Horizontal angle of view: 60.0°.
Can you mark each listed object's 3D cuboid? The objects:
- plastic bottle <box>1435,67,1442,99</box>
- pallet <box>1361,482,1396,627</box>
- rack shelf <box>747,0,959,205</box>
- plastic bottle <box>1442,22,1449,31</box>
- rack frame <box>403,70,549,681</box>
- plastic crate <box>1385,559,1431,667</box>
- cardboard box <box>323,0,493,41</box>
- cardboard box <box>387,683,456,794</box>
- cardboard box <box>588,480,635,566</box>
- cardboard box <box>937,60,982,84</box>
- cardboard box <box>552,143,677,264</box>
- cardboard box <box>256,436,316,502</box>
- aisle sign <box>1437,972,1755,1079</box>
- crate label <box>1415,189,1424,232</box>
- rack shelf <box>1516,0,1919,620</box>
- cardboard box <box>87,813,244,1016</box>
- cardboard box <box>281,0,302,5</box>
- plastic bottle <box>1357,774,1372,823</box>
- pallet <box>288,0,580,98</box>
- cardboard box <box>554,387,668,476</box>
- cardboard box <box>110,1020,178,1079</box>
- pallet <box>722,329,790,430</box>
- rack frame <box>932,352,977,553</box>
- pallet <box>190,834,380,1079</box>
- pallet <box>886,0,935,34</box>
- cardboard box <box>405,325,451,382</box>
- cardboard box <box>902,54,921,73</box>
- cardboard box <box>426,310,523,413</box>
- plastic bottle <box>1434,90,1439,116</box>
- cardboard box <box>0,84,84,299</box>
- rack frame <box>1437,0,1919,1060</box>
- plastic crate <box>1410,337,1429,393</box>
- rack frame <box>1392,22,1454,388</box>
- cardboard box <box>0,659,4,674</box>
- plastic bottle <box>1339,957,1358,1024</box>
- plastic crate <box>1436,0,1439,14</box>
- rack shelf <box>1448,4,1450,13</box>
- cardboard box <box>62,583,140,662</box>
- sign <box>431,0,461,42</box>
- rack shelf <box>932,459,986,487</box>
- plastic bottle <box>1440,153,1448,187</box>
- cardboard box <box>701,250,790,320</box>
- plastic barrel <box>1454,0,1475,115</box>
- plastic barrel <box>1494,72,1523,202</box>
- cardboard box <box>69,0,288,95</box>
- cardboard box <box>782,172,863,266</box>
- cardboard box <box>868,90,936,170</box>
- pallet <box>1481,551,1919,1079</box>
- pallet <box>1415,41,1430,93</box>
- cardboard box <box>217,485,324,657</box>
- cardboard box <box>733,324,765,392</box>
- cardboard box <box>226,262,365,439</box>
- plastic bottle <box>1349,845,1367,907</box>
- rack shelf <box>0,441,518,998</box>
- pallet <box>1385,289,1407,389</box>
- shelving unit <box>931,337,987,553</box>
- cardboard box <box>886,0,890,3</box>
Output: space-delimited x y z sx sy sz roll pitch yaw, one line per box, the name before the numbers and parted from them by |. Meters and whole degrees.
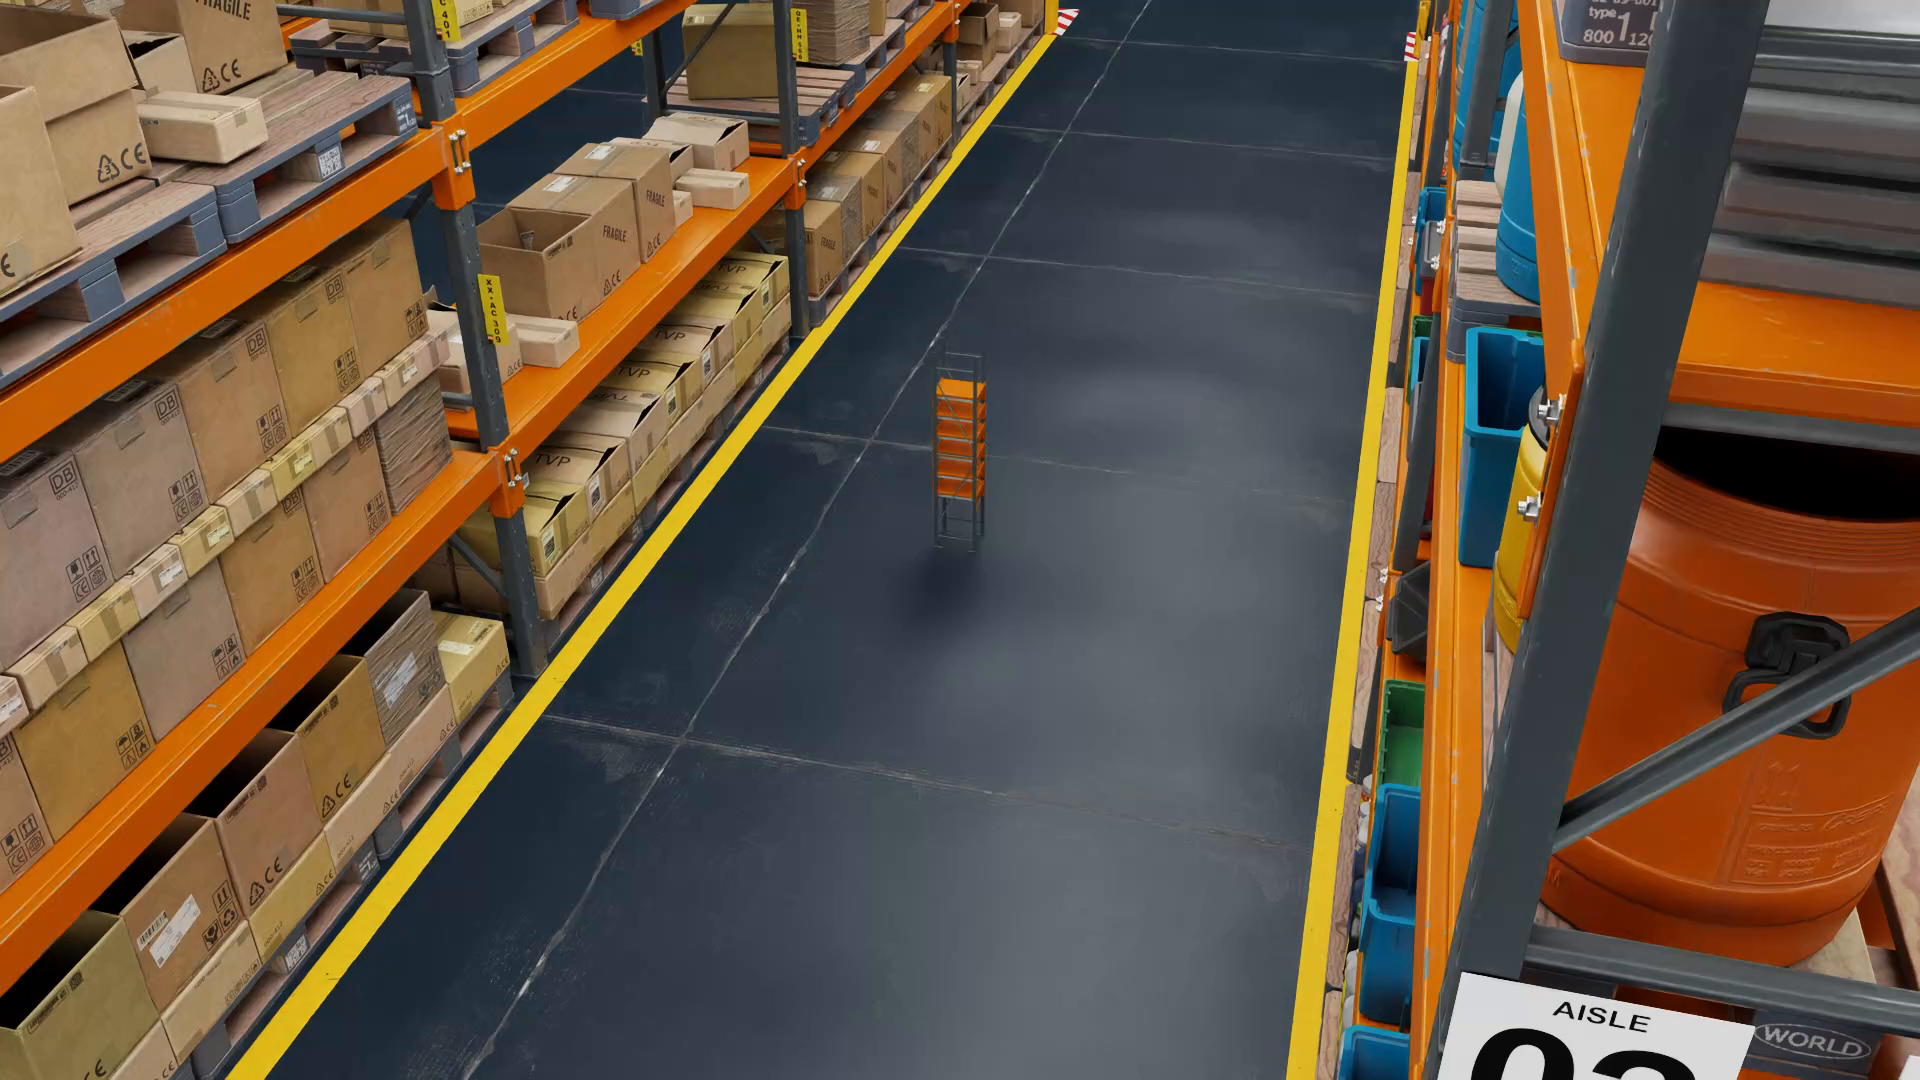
plastic bottle | 3.427 -3.246 11.750 0.097 0.271 0.097 0 32 0
pallet | 2.702 0.134 8.912 1.003 0.211 1.213 8 33 12
rack shelf | -1.035 -3.481 12.670 1.077 0.370 4.000 8 33 12
plastic bottle | 3.687 -3.777 12.586 0.097 0.271 0.097 0 32 0
rack frame | -2.558 -0.671 7.579 1.000 3.000 0.127 8 33 12
plastic crate | 1.976 0.286 6.132 0.767 0.338 0.504 8 33 12
cardboard box | -2.392 -2.369 7.203 0.500 0.250 0.500 11 34 17
cardboard box | -2.601 0.841 7.373 0.500 0.250 0.500 8 33 12
cardboard box | -2.085 -0.128 8.897 0.500 0.250 0.500 9 33 14
cardboard box | -0.002 -4.451 15.756 0.380 0.166 0.250 8 33 12
cardboard box | -1.953 -1.916 9.444 0.500 0.500 0.500 6 33 10
cardboard box | -2.680 -0.289 6.280 0.380 0.149 0.250 8 33 12
aisle sign | 0.912 0.981 2.558 0.394 0.787 0.004 8 33 12
crate label | 2.778 -1.832 9.562 0.303 0.233 0.416 8 33 12
rack shelf | 1.725 -1.016 3.574 1.077 0.370 4.000 8 33 12
cardboard box | -2.982 1.303 5.947 0.500 0.500 0.500 8 33 12
cardboard box | -5.571 -4.612 13.389 0.500 0.500 0.500 9 34 14
plastic bottle | 1.727 1.077 6.963 0.097 0.271 0.097 0 32 0
pallet | -2.347 -2.315 7.549 0.805 0.209 1.217 7 33 10
cardboard box | -1.950 -0.633 9.168 0.500 0.311 0.500 7 33 11
cardboard box | -3.099 1.880 5.738 0.500 0.250 0.500 8 33 12
pallet | -1.790 -1.148 10.929 1.003 0.211 1.213 8 33 12
rack frame | -0.027 -0.451 8.911 0.240 1.200 0.006 8 33 12
pallet | -3.108 1.548 6.688 1.003 0.211 1.213 8 33 12
pallet | -0.836 -4.341 13.532 1.003 0.211 1.213 8 33 12
cardboard box | -2.420 -0.817 7.110 0.380 0.149 0.250 8 33 12
cardboard box | -0.658 -4.287 15.188 0.500 0.500 0.500 8 33 12
cardboard box | -2.475 -0.869 8.031 0.500 0.250 0.500 10 34 15
plastic bottle | 3.308 -2.987 11.269 0.144 0.351 0.185 8 33 12
cardboard box | -2.887 -0.964 4.629 0.500 0.500 0.500 8 33 12
rack frame | 1.217 -0.451 1.641 1.000 3.000 0.127 8 33 12
plastic crate | 2.211 -0.603 7.487 0.392 0.384 0.575 8 33 12
rack frame | 3.247 -2.070 9.780 1.000 3.000 0.127 8 33 12
cardboard box | -3.301 0.274 4.791 0.700 0.500 0.500 7 33 11
plastic bottle | 1.470 1.619 6.037 0.144 0.351 0.185 8 33 12
plastic crate | 4.051 -4.453 13.488 0.392 0.384 0.575 8 33 12
rack shelf | 3.755 -4.070 10.801 1.077 0.370 4.000 8 33 12
cardboard box | -2.940 0.246 5.439 0.380 0.149 0.250 8 33 12
sign | -2.021 -2.114 6.497 0.100 0.325 0.005 8 33 12
rack shelf | -0.004 -0.360 9.074 0.258 0.103 0.180 8 33 12
plastic bottle | 2.984 -2.312 10.346 0.097 0.201 0.097 0 32 0
cardboard box | -1.438 -1.695 10.839 0.500 0.311 0.500 9 34 14
plastic barrel | 2.317 -2.105 6.572 0.600 0.901 0.600 0 32 0
plastic barrel | 1.933 -1.288 5.258 0.421 0.512 0.421 0 32 0
cardboard box | -2.941 -1.990 6.243 0.500 0.500 0.500 11 34 16
cardboard box | -1.024 -2.347 12.136 0.500 0.500 0.500 7 33 11
cardboard box | -0.509 -3.403 13.796 0.500 0.500 0.500 8 33 13
pallet | 1.522 0.479 3.150 1.003 0.211 1.213 8 33 12
pallet | 5.031 -4.622 16.394 1.003 0.211 1.213 8 33 12
cardboard box | -2.923 0.052 6.348 0.700 0.500 0.500 9 33 13
cardboard box | -1.568 -1.189 10.566 0.500 0.250 0.500 8 33 12
cardboard box | -2.792 -0.767 6.428 0.700 0.500 0.500 8 33 12
plastic bottle | 1.626 1.300 6.538 0.144 0.351 0.185 9 34 14
rack shelf | -3.066 0.671 6.140 1.077 0.370 4.000 8 33 12
pallet | 3.407 -1.308 11.181 1.003 0.211 1.213 8 33 12
shelving unit | -0.004 -0.499 8.986 0.258 1.200 0.189 8 33 12
cardboard box | -0.978 -4.461 13.056 0.700 0.500 0.500 13 35 20
